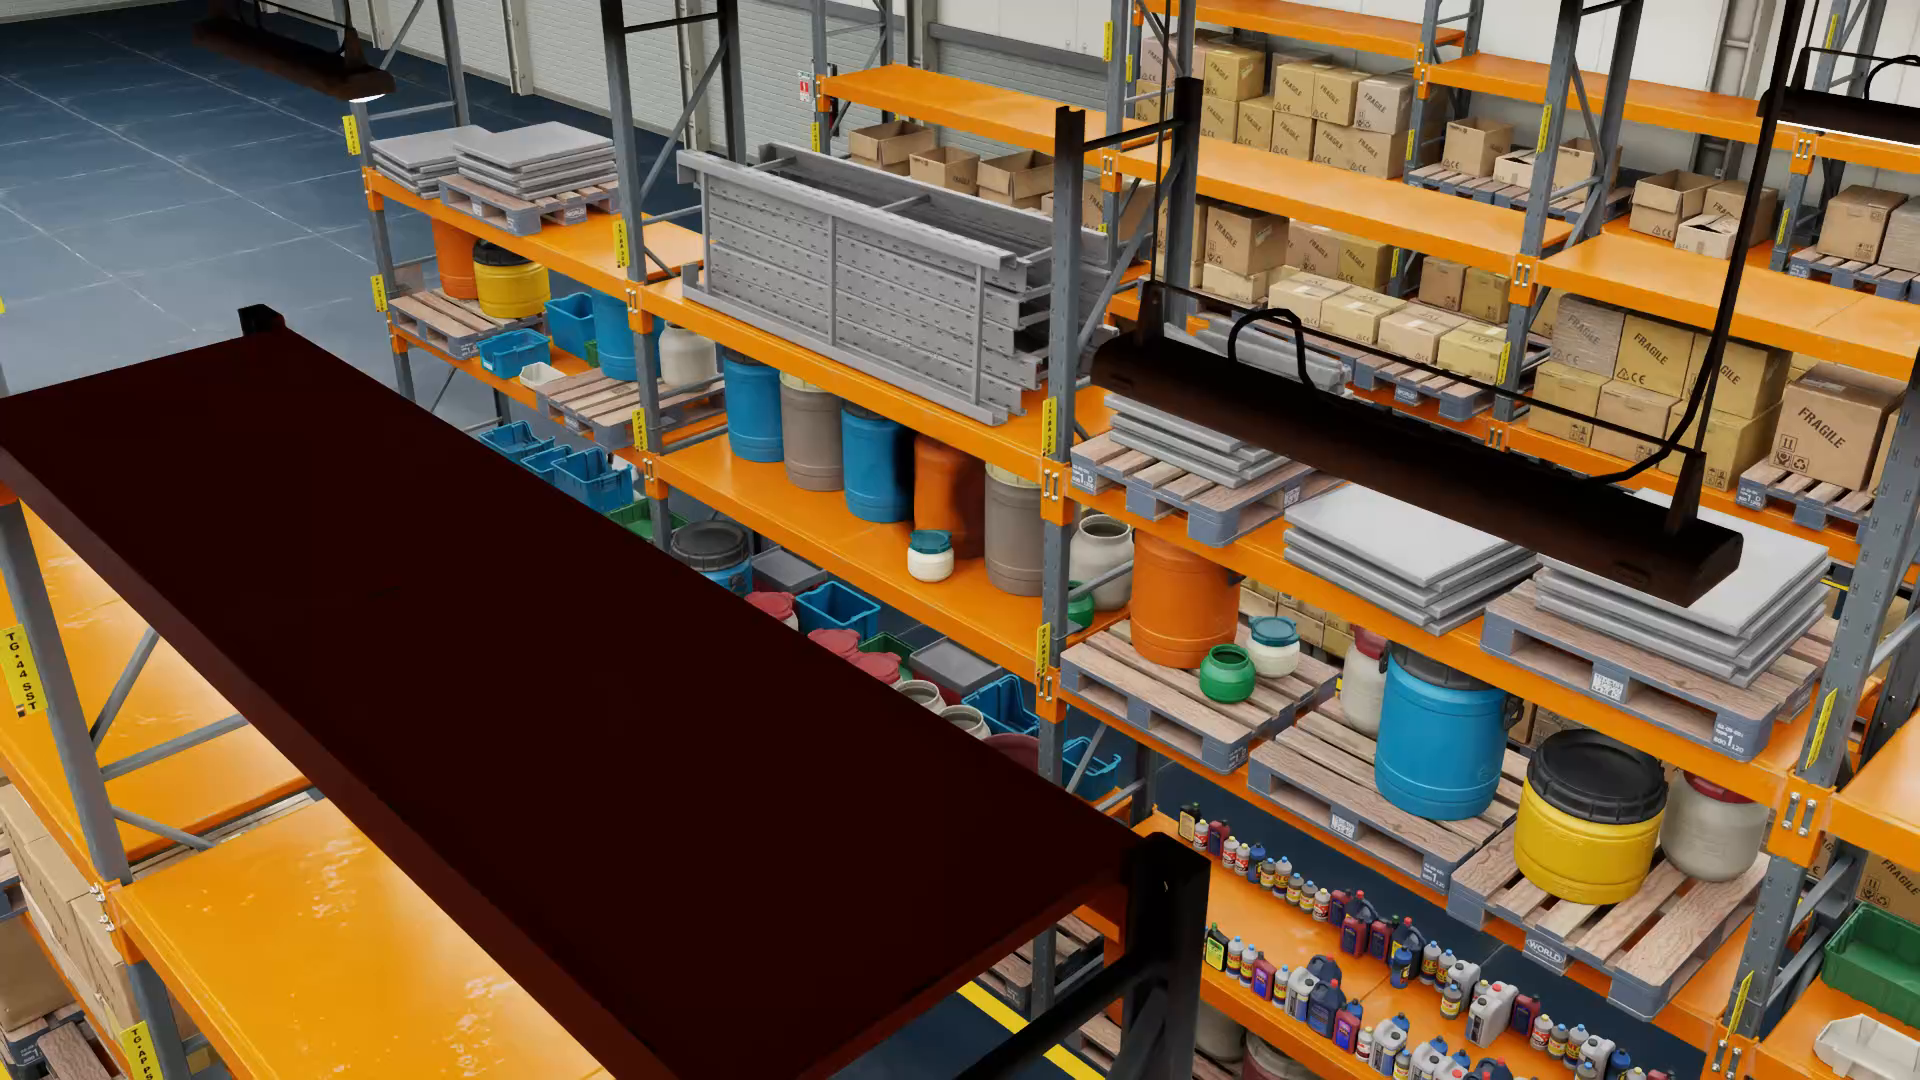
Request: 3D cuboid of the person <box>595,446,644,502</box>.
[{"bbox_3d":[-3.392,-0.875,16.603,0.587,1.789,0.731,-16,32,-27],"label":"person"}]
